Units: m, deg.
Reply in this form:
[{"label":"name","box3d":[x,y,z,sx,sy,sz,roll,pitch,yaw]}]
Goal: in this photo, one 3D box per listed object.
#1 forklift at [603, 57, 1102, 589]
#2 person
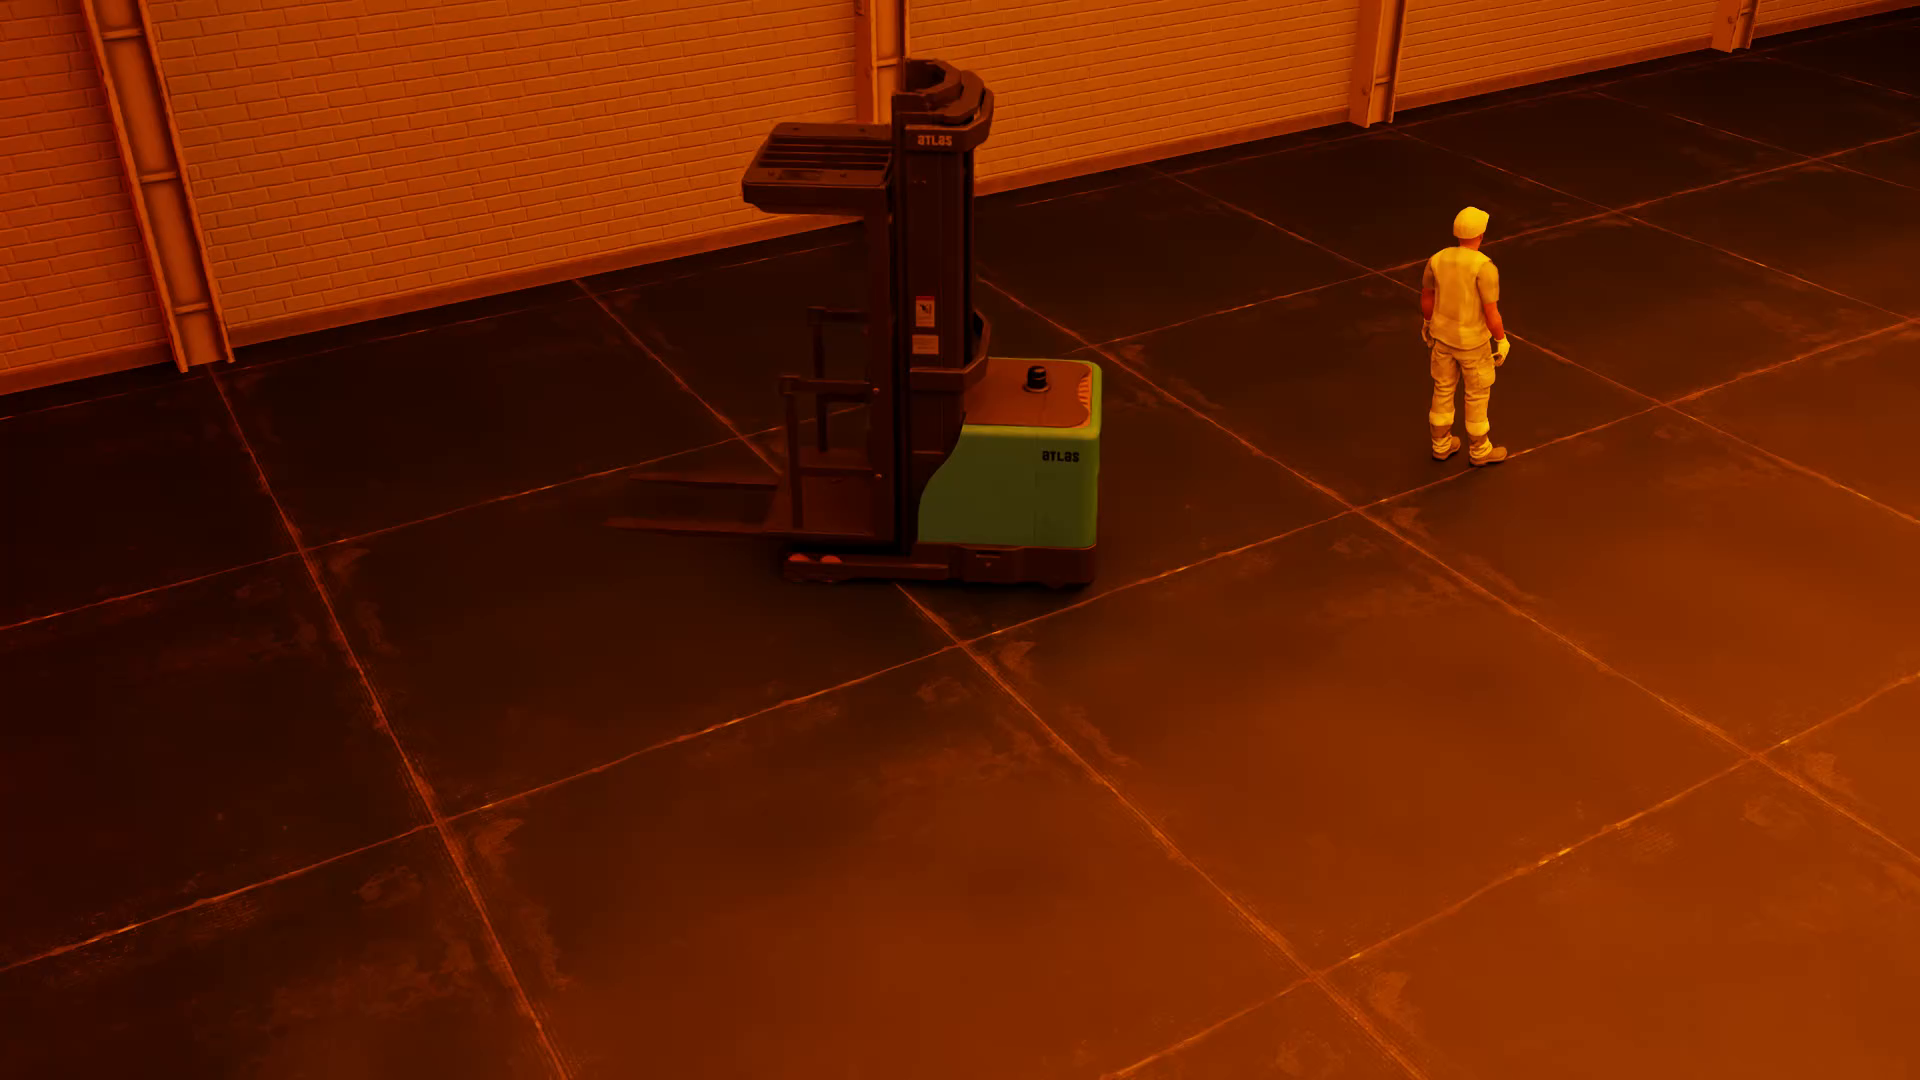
[{"label":"forklift","box3d":[-0.660,-1.262,9.755,3.031,2.935,1.130,2,31,4]},{"label":"person","box3d":[3.372,-1.360,11.015,0.563,1.789,0.637,-23,38,-33]}]
